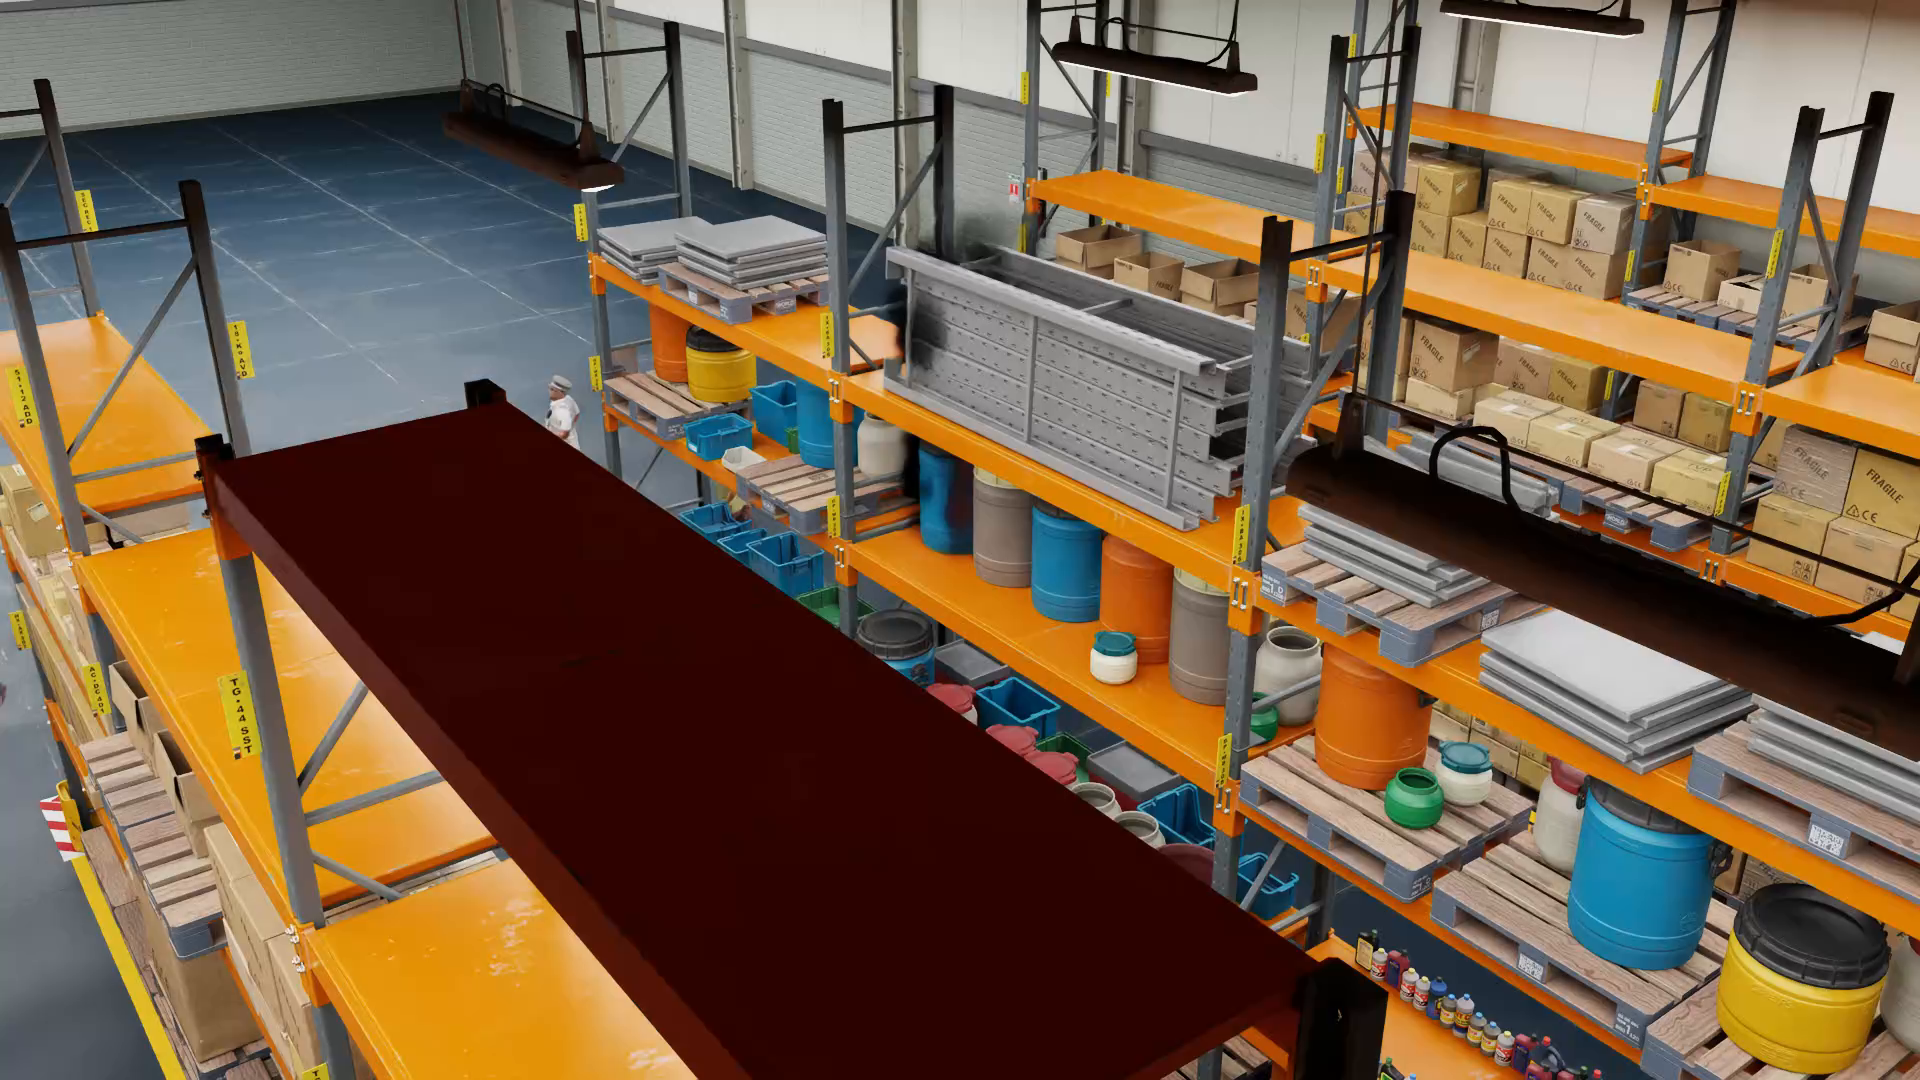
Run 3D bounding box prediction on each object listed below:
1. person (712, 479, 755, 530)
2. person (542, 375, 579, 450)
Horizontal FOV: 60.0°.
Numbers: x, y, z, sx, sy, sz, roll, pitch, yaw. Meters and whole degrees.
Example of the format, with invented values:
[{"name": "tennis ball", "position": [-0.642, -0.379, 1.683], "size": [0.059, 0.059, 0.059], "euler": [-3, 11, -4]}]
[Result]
[{"name": "person", "position": [-2.400, -0.309, 17.704], "size": [0.706, 1.684, 0.587], "euler": [13, 28, 26]}, {"name": "person", "position": [-4.581, -1.086, 19.255], "size": [0.758, 1.741, 0.660], "euler": [-3, 25, -7]}]
